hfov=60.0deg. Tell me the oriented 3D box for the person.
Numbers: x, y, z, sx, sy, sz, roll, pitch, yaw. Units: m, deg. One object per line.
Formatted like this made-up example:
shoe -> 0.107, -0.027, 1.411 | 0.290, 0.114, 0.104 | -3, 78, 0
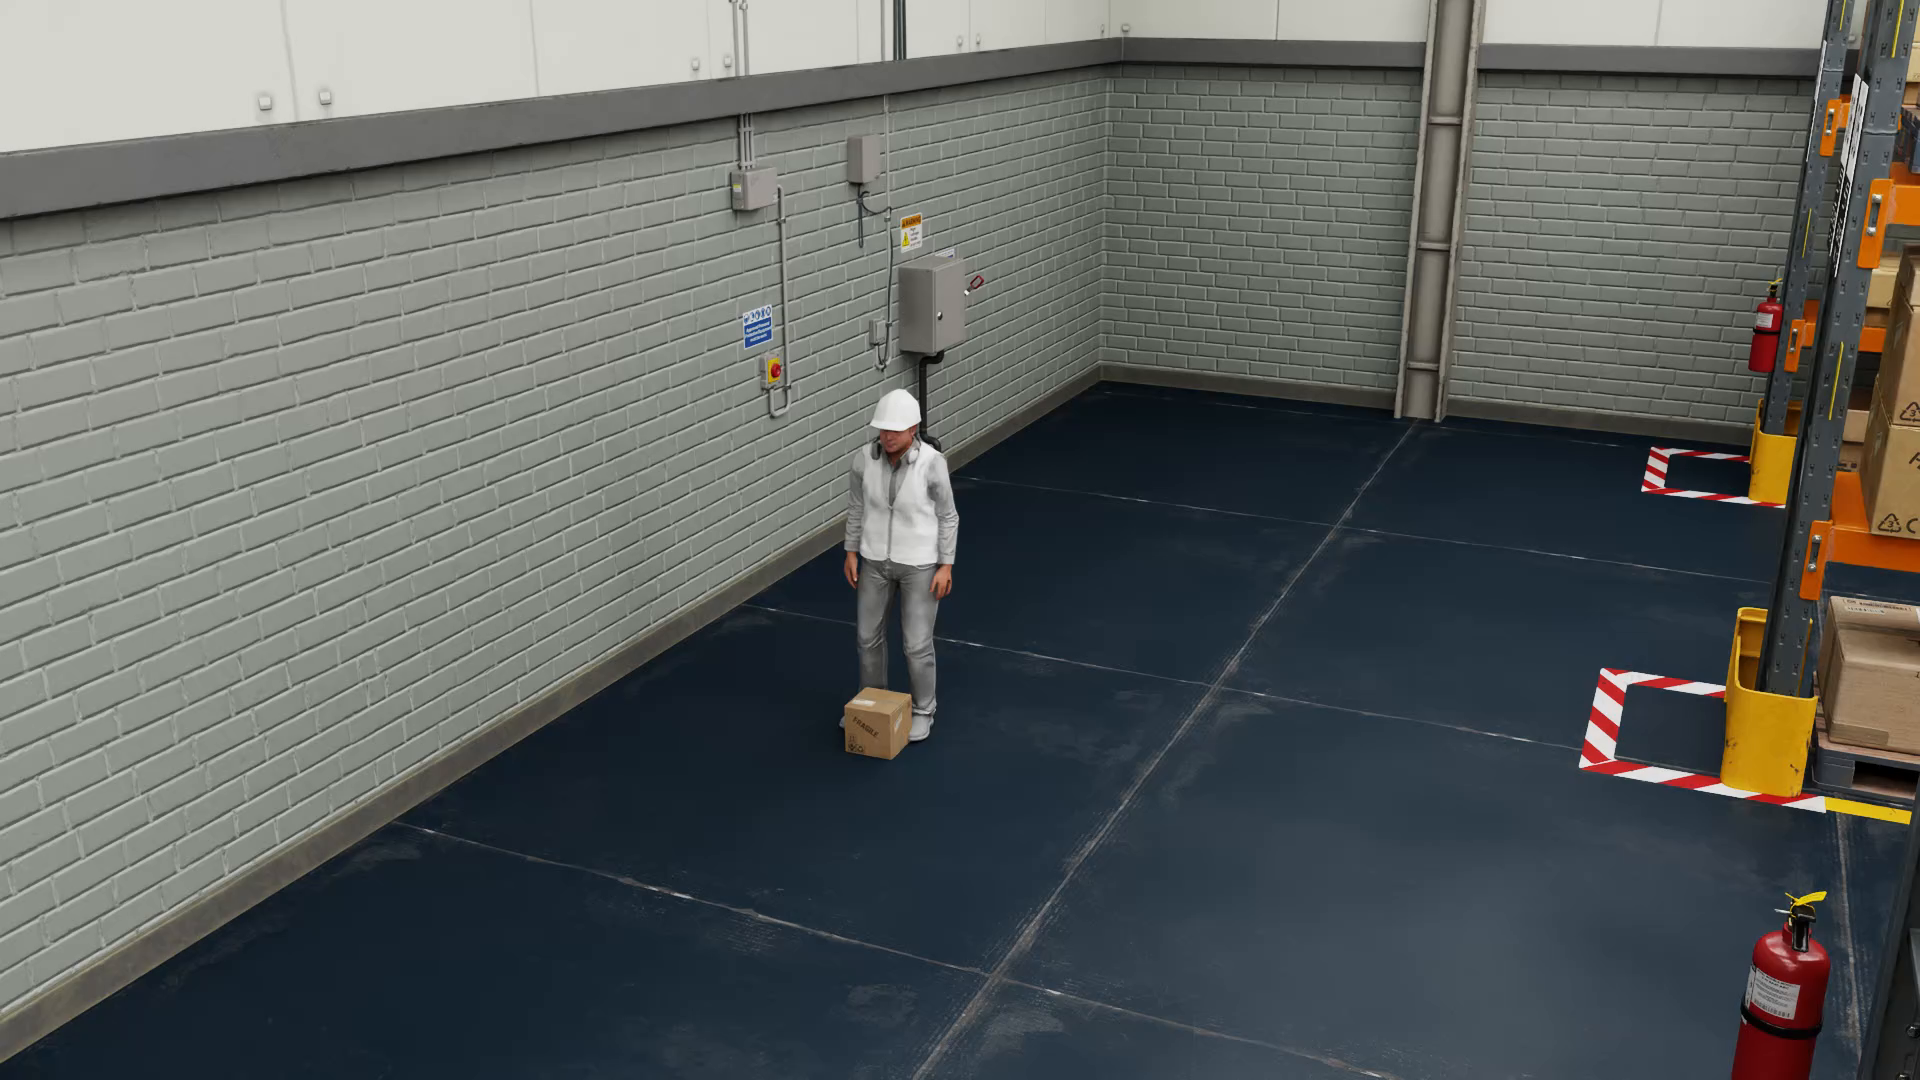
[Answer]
person -> -0.300, 0.108, 8.209 | 0.583, 1.770, 0.464 | 7, 20, 20
